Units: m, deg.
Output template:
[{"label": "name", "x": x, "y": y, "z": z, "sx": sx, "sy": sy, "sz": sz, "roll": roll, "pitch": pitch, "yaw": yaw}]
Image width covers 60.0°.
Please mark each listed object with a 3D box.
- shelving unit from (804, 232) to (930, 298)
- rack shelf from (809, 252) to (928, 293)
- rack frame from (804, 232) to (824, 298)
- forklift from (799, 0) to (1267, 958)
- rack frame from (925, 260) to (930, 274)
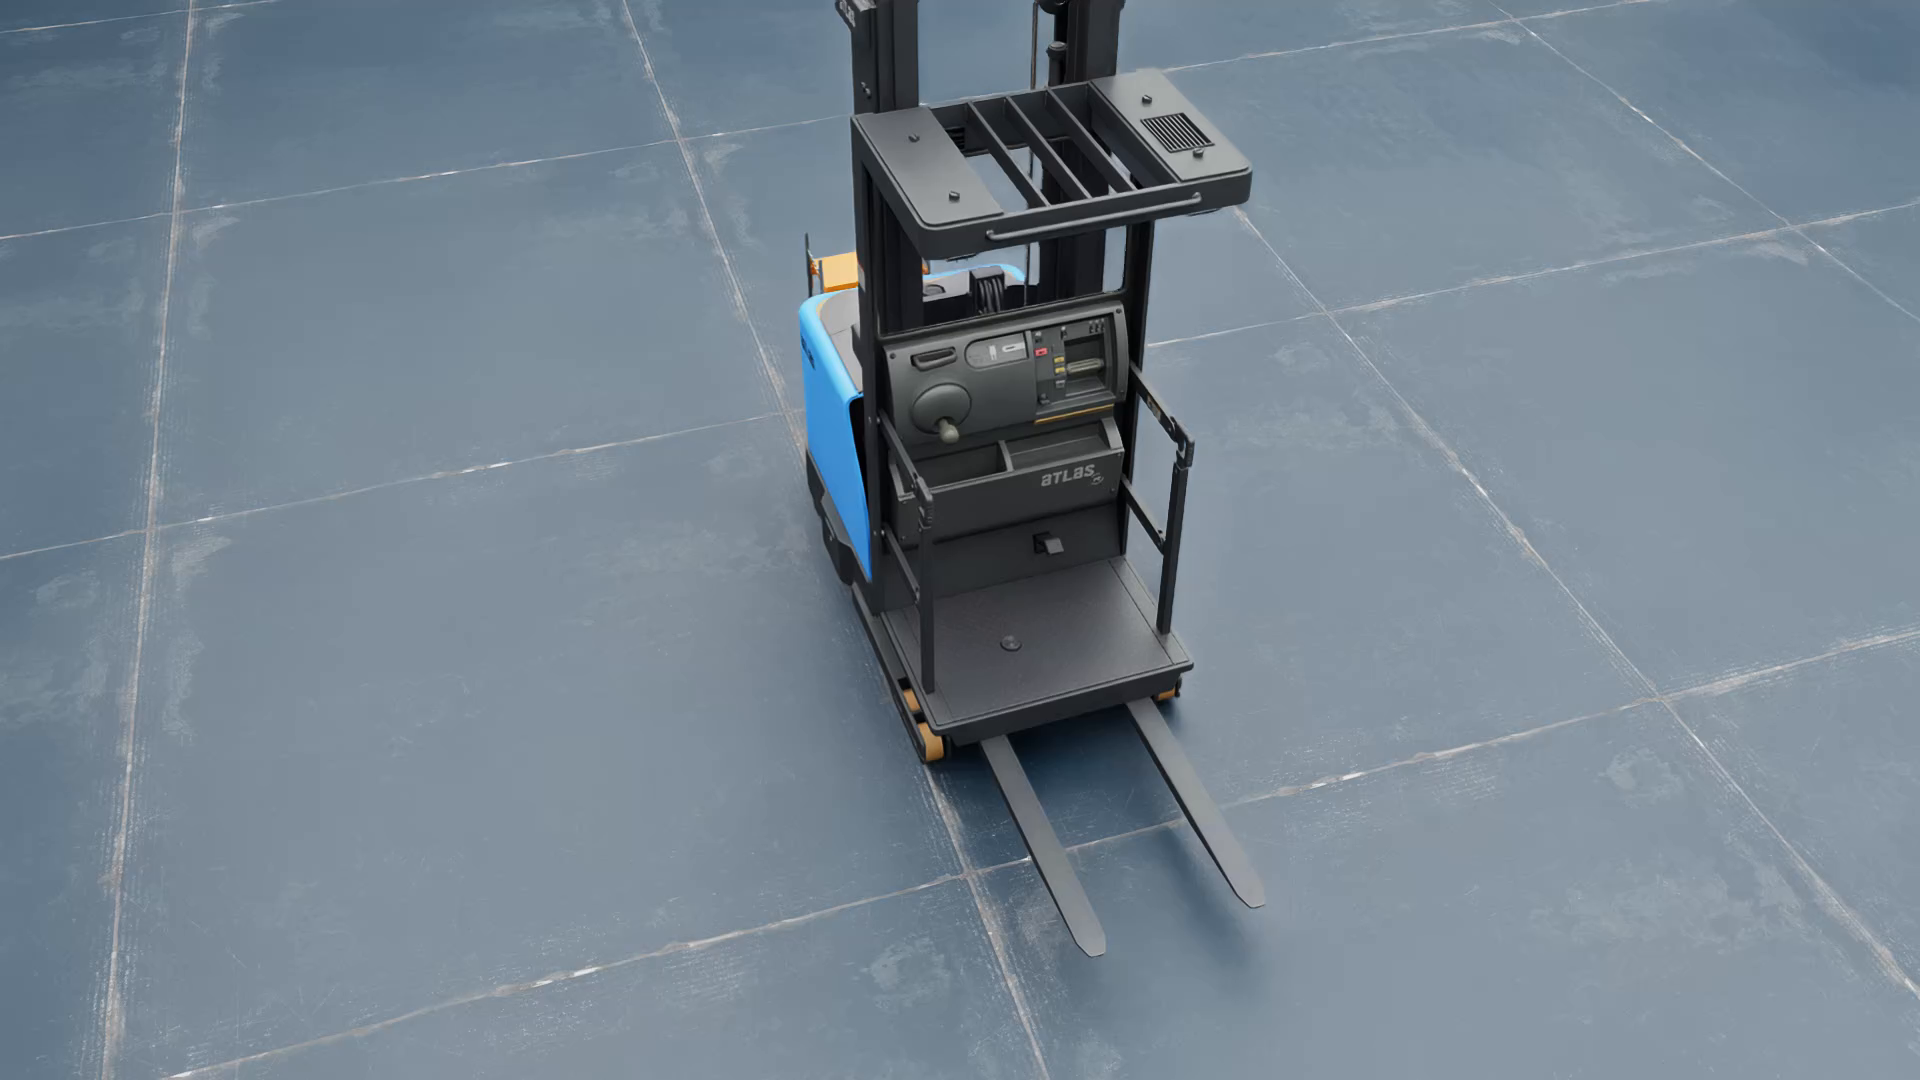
[{"label": "shelving unit", "x": -0.410, "y": -0.883, "z": 7.698, "sx": 0.503, "sy": 1.200, "sz": 0.258, "roll": -13, "pitch": 43, "yaw": -15}, {"label": "rack shelf", "x": -0.410, "y": -1.179, "z": 7.439, "sx": 0.480, "sy": 0.148, "sz": 0.258, "roll": -13, "pitch": 43, "yaw": -15}, {"label": "rack frame", "x": -0.639, "y": -0.828, "z": 7.636, "sx": 0.015, "sy": 1.200, "sz": 0.240, "roll": -13, "pitch": 43, "yaw": -15}, {"label": "forklift", "x": 0.256, "y": -0.532, "z": 5.980, "sx": 1.130, "sy": 2.935, "sz": 3.031, "roll": -13, "pitch": 43, "yaw": -14}, {"label": "rack frame", "x": -0.180, "y": -0.937, "z": 7.760, "sx": 0.015, "sy": 1.200, "sz": 0.240, "roll": -13, "pitch": 43, "yaw": -15}]
